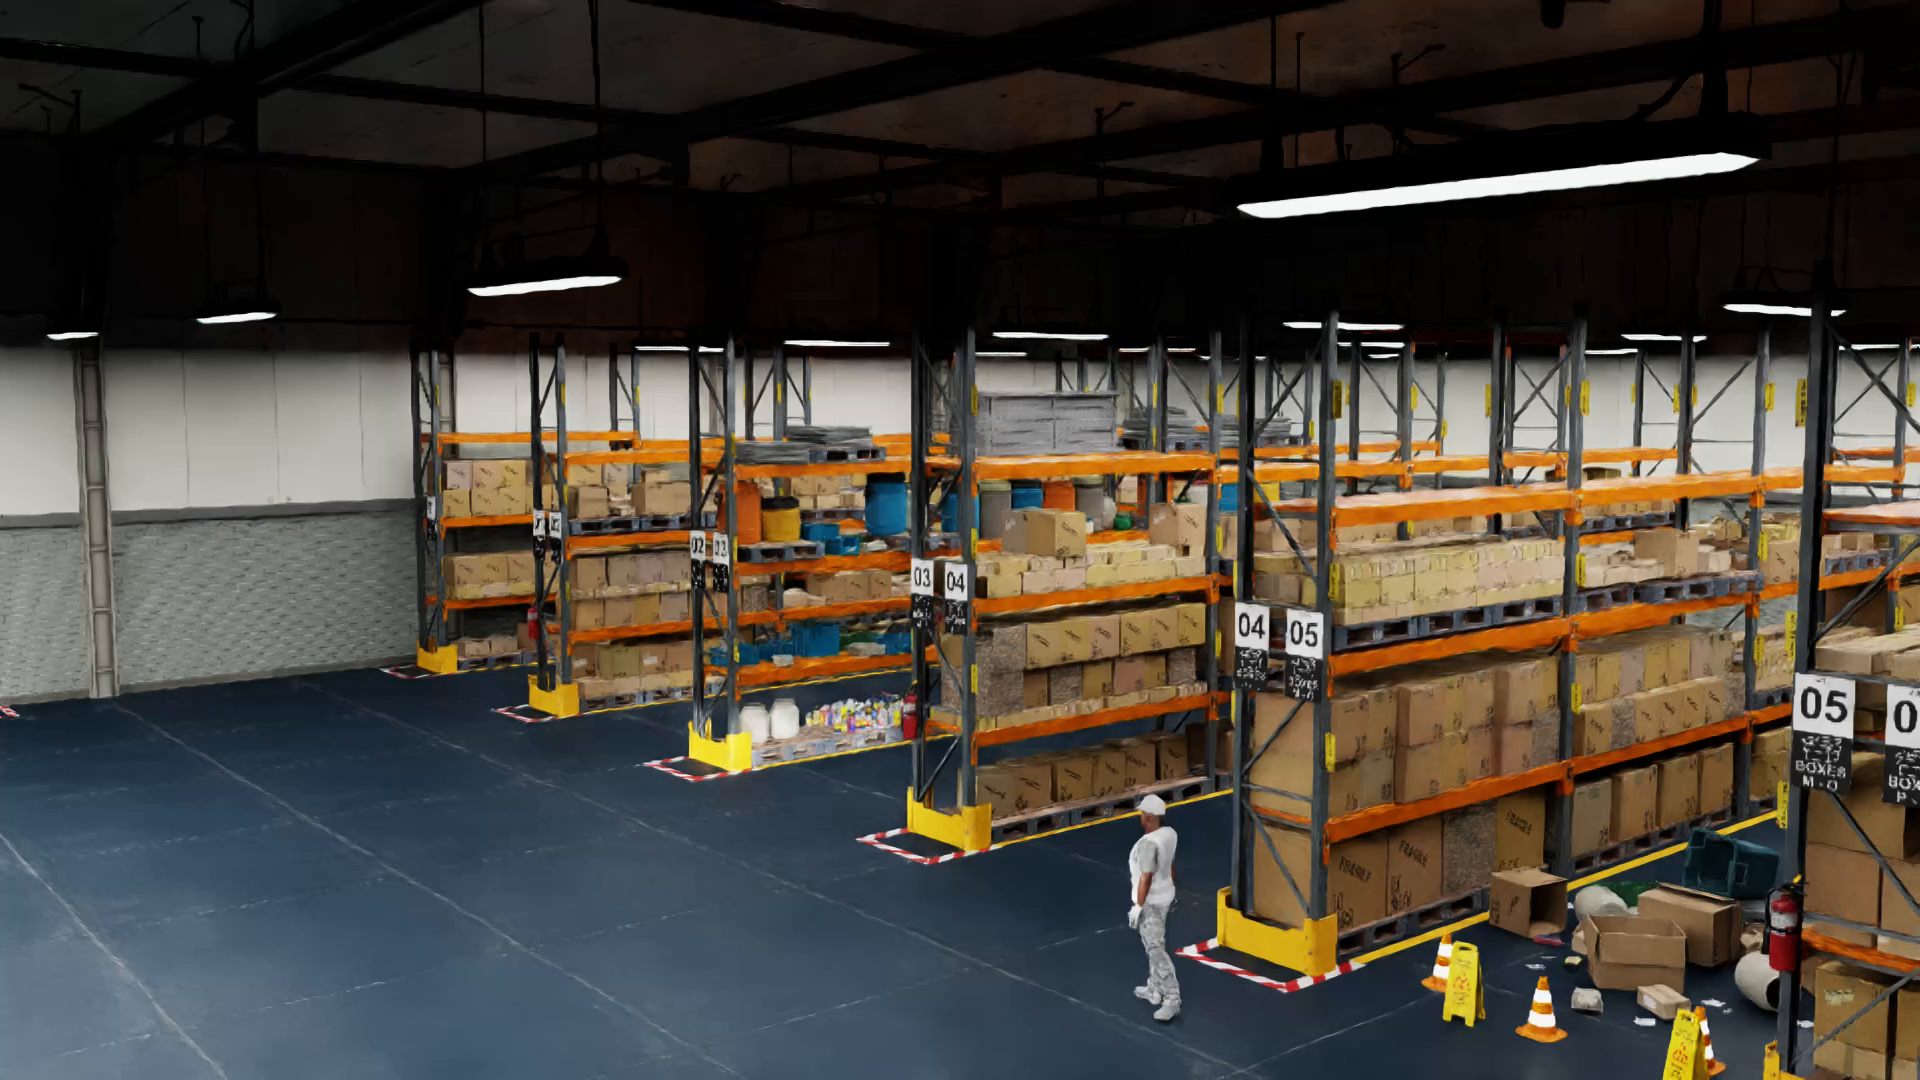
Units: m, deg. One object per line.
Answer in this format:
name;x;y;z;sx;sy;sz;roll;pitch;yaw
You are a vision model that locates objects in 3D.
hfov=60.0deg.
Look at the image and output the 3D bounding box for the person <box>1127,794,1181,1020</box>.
person;1.637;3.011;13.795;0.494;1.784;0.747;2;6;20
